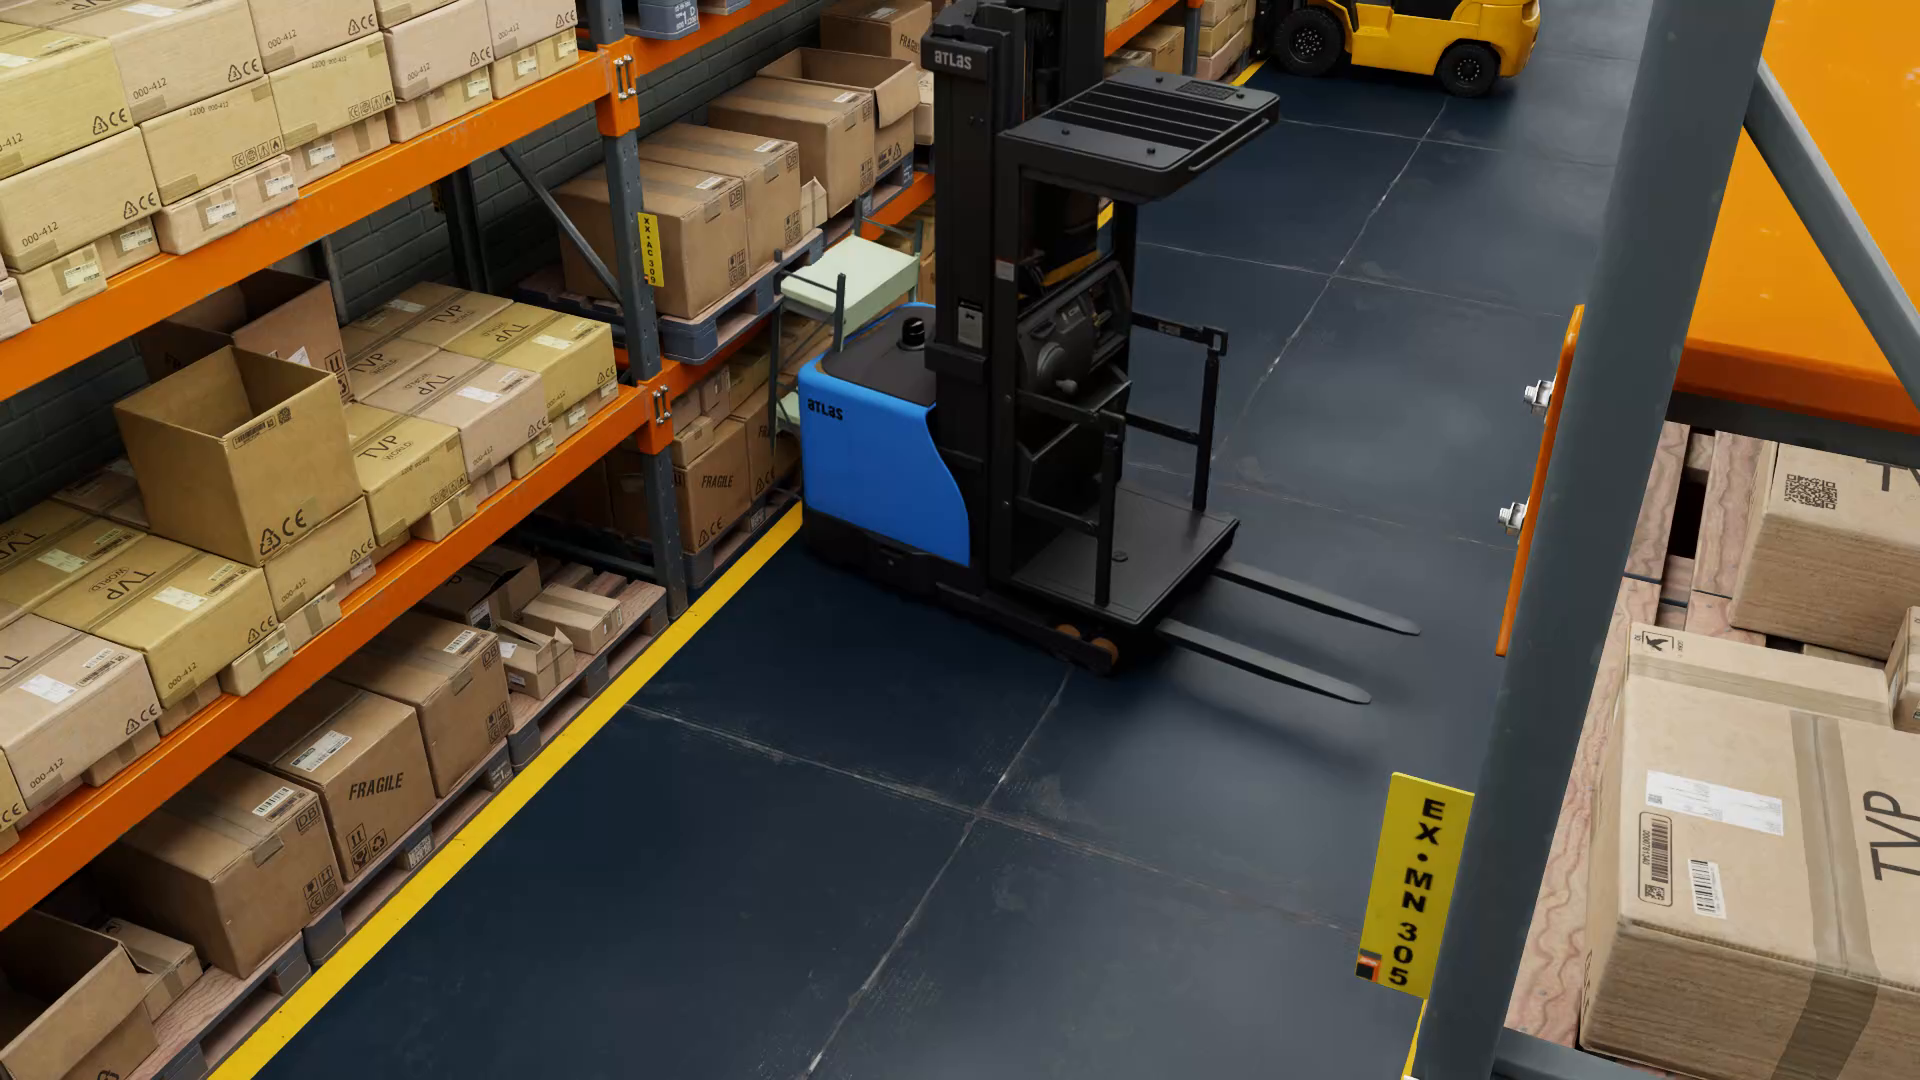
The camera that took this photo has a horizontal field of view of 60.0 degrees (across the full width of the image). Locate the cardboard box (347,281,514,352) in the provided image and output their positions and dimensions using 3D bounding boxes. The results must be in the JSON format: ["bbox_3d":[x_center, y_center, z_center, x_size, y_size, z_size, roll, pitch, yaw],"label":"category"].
[{"bbox_3d":[-2.275,-0.877,7.217,0.500,0.250,0.500,14,36,20],"label":"cardboard box"}]

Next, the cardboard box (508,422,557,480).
[{"bbox_3d":[-1.902,-0.408,6.866,0.380,0.149,0.250,15,36,22],"label":"cardboard box"}]

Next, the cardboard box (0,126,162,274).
[{"bbox_3d":[-2.642,-0.992,4.657,0.500,0.250,0.500,13,35,19],"label":"cardboard box"}]

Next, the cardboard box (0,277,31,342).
[{"bbox_3d":[-2.745,-0.623,4.459,0.380,0.149,0.250,15,36,22],"label":"cardboard box"}]

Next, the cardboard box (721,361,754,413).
[{"bbox_3d":[-1.288,-0.805,8.547,0.380,0.149,0.250,12,35,18],"label":"cardboard box"}]

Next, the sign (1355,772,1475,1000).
[{"bbox_3d":[0.527,0.406,1.924,0.100,0.325,0.005,14,36,20],"label":"sign"}]

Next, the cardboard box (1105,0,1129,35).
[{"bbox_3d":[0.902,-3.860,12.037,0.500,0.250,0.500,15,36,22],"label":"cardboard box"}]

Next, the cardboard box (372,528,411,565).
[{"bbox_3d":[-2.327,-0.047,6.316,0.380,0.149,0.250,15,36,21],"label":"cardboard box"}]

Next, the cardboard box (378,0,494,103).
[{"bbox_3d":[-2.004,-1.757,5.824,0.500,0.250,0.500,13,35,19],"label":"cardboard box"}]

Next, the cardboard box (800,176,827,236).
[{"bbox_3d":[-0.892,-1.723,8.382,0.396,0.266,0.258,16,36,23],"label":"cardboard box"}]

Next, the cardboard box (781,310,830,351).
[{"bbox_3d":[-0.941,-1.184,9.125,0.380,0.149,0.250,15,36,22],"label":"cardboard box"}]

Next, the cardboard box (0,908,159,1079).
[{"bbox_3d":[-3.154,1.578,5.502,0.797,0.503,0.637,13,35,19],"label":"cardboard box"}]

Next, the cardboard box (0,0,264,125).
[{"bbox_3d":[-2.450,-1.455,4.907,0.500,0.250,0.500,15,36,22],"label":"cardboard box"}]

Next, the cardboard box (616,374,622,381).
[{"bbox_3d":[-1.825,-0.783,8.514,0.380,0.149,0.250,14,36,21],"label":"cardboard box"}]

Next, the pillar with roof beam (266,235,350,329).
[{"bbox_3d":[0.978,-2.381,4.175,9.100,9.000,0.400,14,36,20],"label":"pillar with roof beam"}]

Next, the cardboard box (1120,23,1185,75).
[{"bbox_3d":[1.317,-3.904,13.751,0.875,0.625,0.625,16,36,23],"label":"cardboard box"}]

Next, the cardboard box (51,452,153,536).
[{"bbox_3d":[-2.897,-0.122,6.066,0.500,0.250,0.500,14,36,20],"label":"cardboard box"}]

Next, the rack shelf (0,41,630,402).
[{"bbox_3d":[-2.659,-0.957,5.395,1.077,0.370,4.000,14,36,20],"label":"rack shelf"}]

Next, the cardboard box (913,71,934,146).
[{"bbox_3d":[-0.296,-2.505,9.589,0.500,0.250,0.500,12,35,18],"label":"cardboard box"}]

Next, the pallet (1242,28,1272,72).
[{"bbox_3d":[2.405,-4.814,15.900,1.003,0.211,1.213,14,36,20],"label":"pallet"}]

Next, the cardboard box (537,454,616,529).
[{"bbox_3d":[-1.885,-0.443,8.586,0.500,0.500,0.500,14,36,20],"label":"cardboard box"}]

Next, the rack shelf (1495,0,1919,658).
[{"bbox_3d":[1.851,-0.908,2.948,1.077,0.370,4.000,14,36,20],"label":"rack shelf"}]

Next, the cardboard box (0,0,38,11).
[{"bbox_3d":[-2.905,-1.579,5.097,0.500,0.250,0.500,14,36,20],"label":"cardboard box"}]

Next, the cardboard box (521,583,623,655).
[{"bbox_3d":[-1.788,0.362,7.680,0.380,0.149,0.250,13,35,19],"label":"cardboard box"}]

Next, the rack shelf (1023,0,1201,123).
[{"bbox_3d":[0.688,-3.687,12.294,1.077,0.370,4.000,14,36,20],"label":"rack shelf"}]

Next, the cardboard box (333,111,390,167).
[{"bbox_3d":[-2.175,-1.402,5.646,0.380,0.149,0.250,15,36,22],"label":"cardboard box"}]

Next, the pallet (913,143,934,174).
[{"bbox_3d":[-0.368,-2.558,10.091,1.213,0.211,1.003,14,36,20],"label":"pallet"}]

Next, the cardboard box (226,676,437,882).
[{"bbox_3d":[-2.449,0.922,6.505,0.500,0.500,0.500,15,36,21],"label":"cardboard box"}]

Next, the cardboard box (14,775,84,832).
[{"bbox_3d":[-2.966,0.720,5.145,0.380,0.149,0.250,14,36,20],"label":"cardboard box"}]

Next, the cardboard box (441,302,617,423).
[{"bbox_3d":[-1.814,-0.752,7.027,0.500,0.250,0.500,15,36,22],"label":"cardboard box"}]

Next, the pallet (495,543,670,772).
[{"bbox_3d":[-2.110,0.508,7.783,1.003,0.211,1.213,14,36,20],"label":"pallet"}]

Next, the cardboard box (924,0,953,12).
[{"bbox_3d":[-0.196,-3.514,10.690,0.380,0.149,0.250,15,36,22],"label":"cardboard box"}]

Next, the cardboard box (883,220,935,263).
[{"bbox_3d":[-0.361,-1.825,10.103,0.380,0.149,0.250,13,35,19],"label":"cardboard box"}]

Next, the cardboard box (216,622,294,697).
[{"bbox_3d":[-2.525,0.366,5.685,0.380,0.149,0.250,13,35,19],"label":"cardboard box"}]

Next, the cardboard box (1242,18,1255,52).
[{"bbox_3d":[2.427,-4.691,15.293,0.500,0.250,0.500,15,36,21],"label":"cardboard box"}]

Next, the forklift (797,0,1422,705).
[{"bbox_3d":[0.702,-0.933,7.500,3.031,2.935,1.130,20,38,28],"label":"forklift"}]

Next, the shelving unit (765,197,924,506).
[{"bbox_3d":[-0.615,-0.916,8.680,0.431,1.500,0.755,23,40,20],"label":"shelving unit"}]

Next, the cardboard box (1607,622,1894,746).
[{"bbox_3d":[1.224,0.291,2.591,0.380,0.149,0.250,11,35,17],"label":"cardboard box"}]

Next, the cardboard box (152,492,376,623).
[{"bbox_3d":[-2.447,0.003,5.876,0.500,0.250,0.500,13,36,19],"label":"cardboard box"}]

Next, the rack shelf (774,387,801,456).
[{"bbox_3d":[-0.648,-0.658,8.877,0.431,0.370,0.720,23,40,20],"label":"rack shelf"}]

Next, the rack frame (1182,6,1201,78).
[{"bbox_3d":[1.525,-4.984,13.616,1.000,3.000,0.127,14,36,20],"label":"rack frame"}]

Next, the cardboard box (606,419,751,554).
[{"bbox_3d":[-1.415,-0.319,8.398,0.500,0.500,0.500,16,36,23],"label":"cardboard box"}]

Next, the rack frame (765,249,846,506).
[{"bbox_3d":[-0.795,-0.737,8.416,0.400,1.500,0.023,23,40,20],"label":"rack frame"}]

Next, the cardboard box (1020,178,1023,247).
[{"bbox_3d":[0.125,-2.482,11.582,0.875,0.625,0.625,15,36,22],"label":"cardboard box"}]

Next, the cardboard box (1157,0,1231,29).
[{"bbox_3d":[2.012,-4.597,14.238,0.500,0.250,0.500,14,36,20],"label":"cardboard box"}]

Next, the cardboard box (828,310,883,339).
[{"bbox_3d":[-0.766,-1.091,9.575,0.500,0.500,0.500,13,35,19],"label":"cardboard box"}]

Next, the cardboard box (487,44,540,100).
[{"bbox_3d":[-1.810,-1.781,6.224,0.380,0.149,0.250,14,36,20],"label":"cardboard box"}]

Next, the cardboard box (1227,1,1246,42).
[{"bbox_3d":[2.217,-4.640,14.760,0.500,0.250,0.500,14,36,20],"label":"cardboard box"}]

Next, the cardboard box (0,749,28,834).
[{"bbox_3d":[-3.061,0.766,4.711,0.500,0.250,0.500,14,36,21],"label":"cardboard box"}]

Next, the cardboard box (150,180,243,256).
[{"bbox_3d":[-2.421,-1.004,5.039,0.380,0.149,0.250,14,36,21],"label":"cardboard box"}]

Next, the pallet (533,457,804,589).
[{"bbox_3d":[-1.516,-0.247,8.935,1.003,0.211,1.213,14,36,20],"label":"pallet"}]
